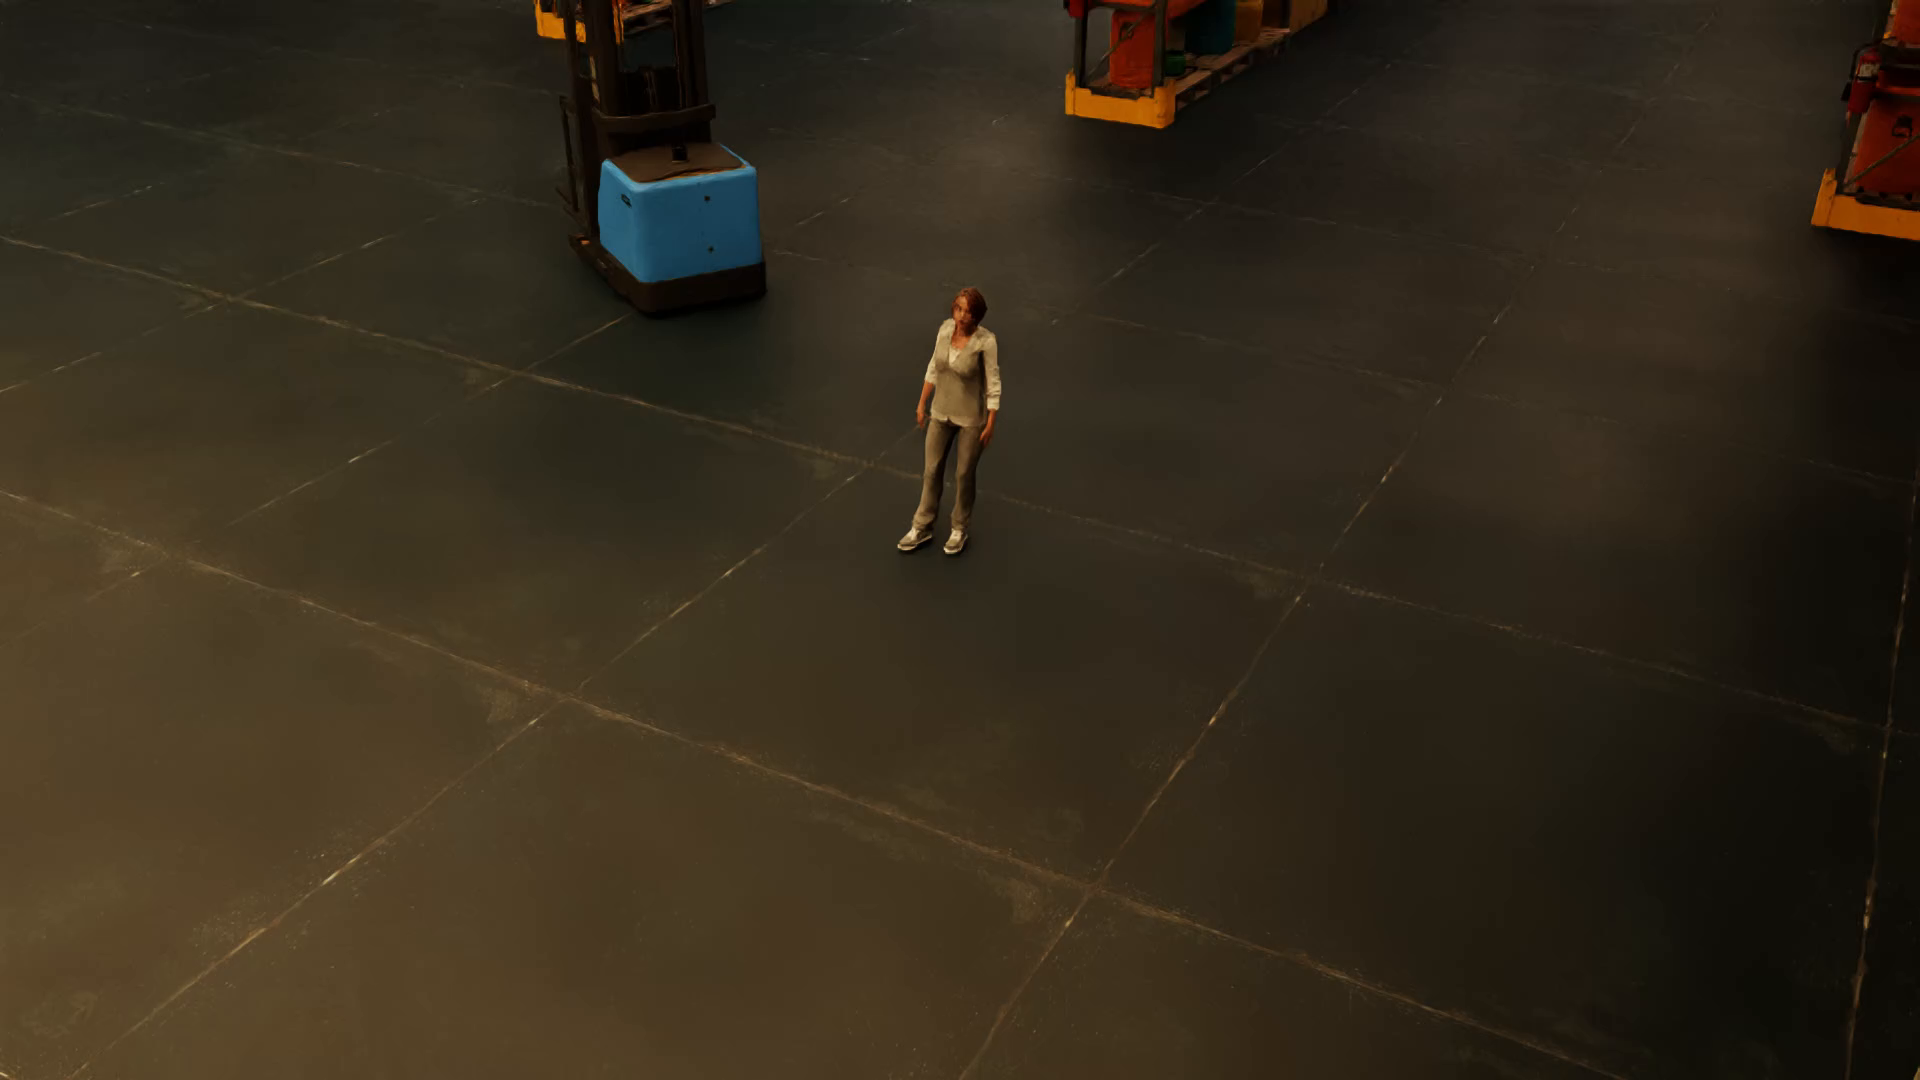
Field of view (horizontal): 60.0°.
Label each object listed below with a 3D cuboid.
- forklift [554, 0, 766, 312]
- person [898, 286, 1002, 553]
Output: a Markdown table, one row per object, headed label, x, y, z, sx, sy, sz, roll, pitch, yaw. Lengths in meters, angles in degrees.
| label | x | y | z | sx | sy | sz | roll | pitch | yaw |
| --- | --- | --- | --- | --- | --- | --- | --- | --- | --- |
| forklift | -2.701 | -3.751 | 13.570 | 1.130 | 2.935 | 3.031 | -15 | 33 | -24 |
| person | -0.048 | -0.669 | 9.550 | 0.521 | 1.597 | 0.474 | 15 | 33 | 25 |
